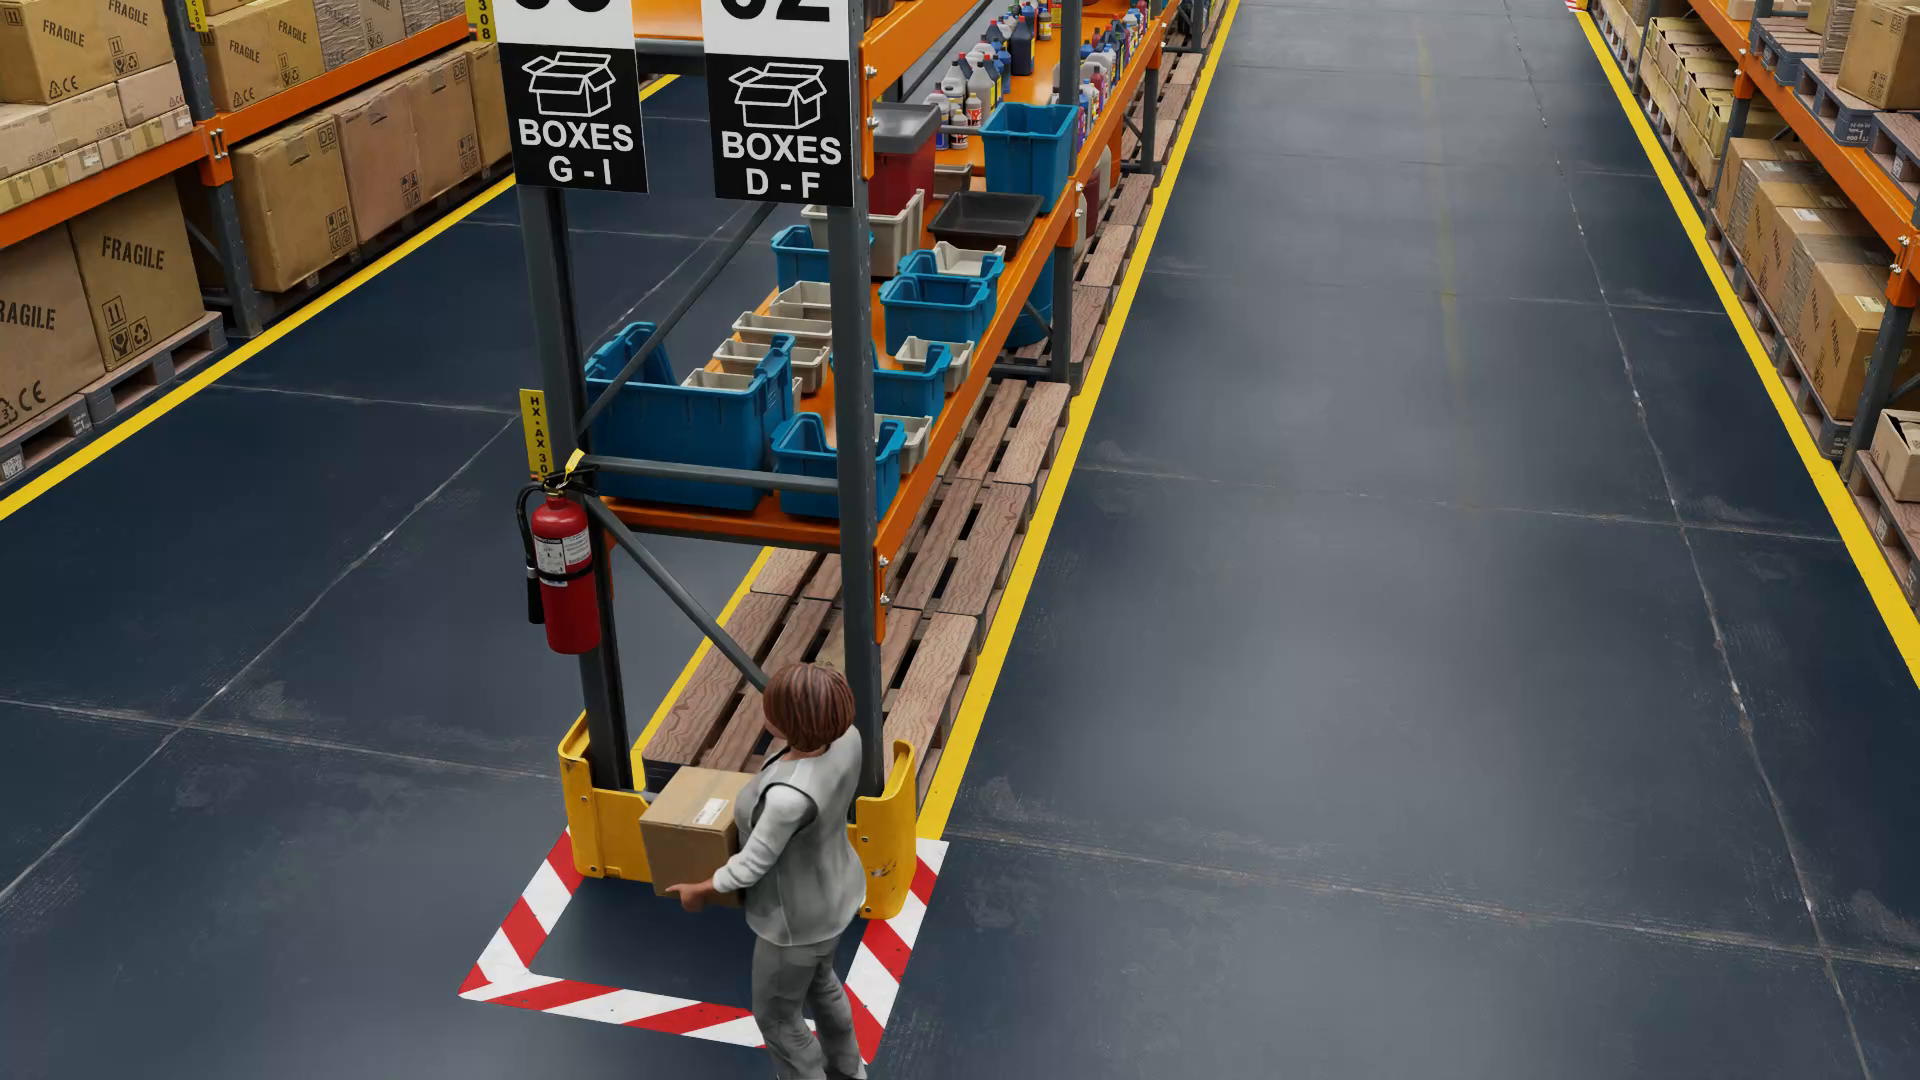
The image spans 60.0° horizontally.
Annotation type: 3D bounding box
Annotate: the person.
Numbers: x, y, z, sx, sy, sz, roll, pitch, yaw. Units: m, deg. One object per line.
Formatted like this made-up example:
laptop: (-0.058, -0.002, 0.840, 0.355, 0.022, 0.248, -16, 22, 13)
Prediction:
person: (-0.497, 0.977, 4.452, 0.500, 1.574, 0.407, 9, 30, 16)
